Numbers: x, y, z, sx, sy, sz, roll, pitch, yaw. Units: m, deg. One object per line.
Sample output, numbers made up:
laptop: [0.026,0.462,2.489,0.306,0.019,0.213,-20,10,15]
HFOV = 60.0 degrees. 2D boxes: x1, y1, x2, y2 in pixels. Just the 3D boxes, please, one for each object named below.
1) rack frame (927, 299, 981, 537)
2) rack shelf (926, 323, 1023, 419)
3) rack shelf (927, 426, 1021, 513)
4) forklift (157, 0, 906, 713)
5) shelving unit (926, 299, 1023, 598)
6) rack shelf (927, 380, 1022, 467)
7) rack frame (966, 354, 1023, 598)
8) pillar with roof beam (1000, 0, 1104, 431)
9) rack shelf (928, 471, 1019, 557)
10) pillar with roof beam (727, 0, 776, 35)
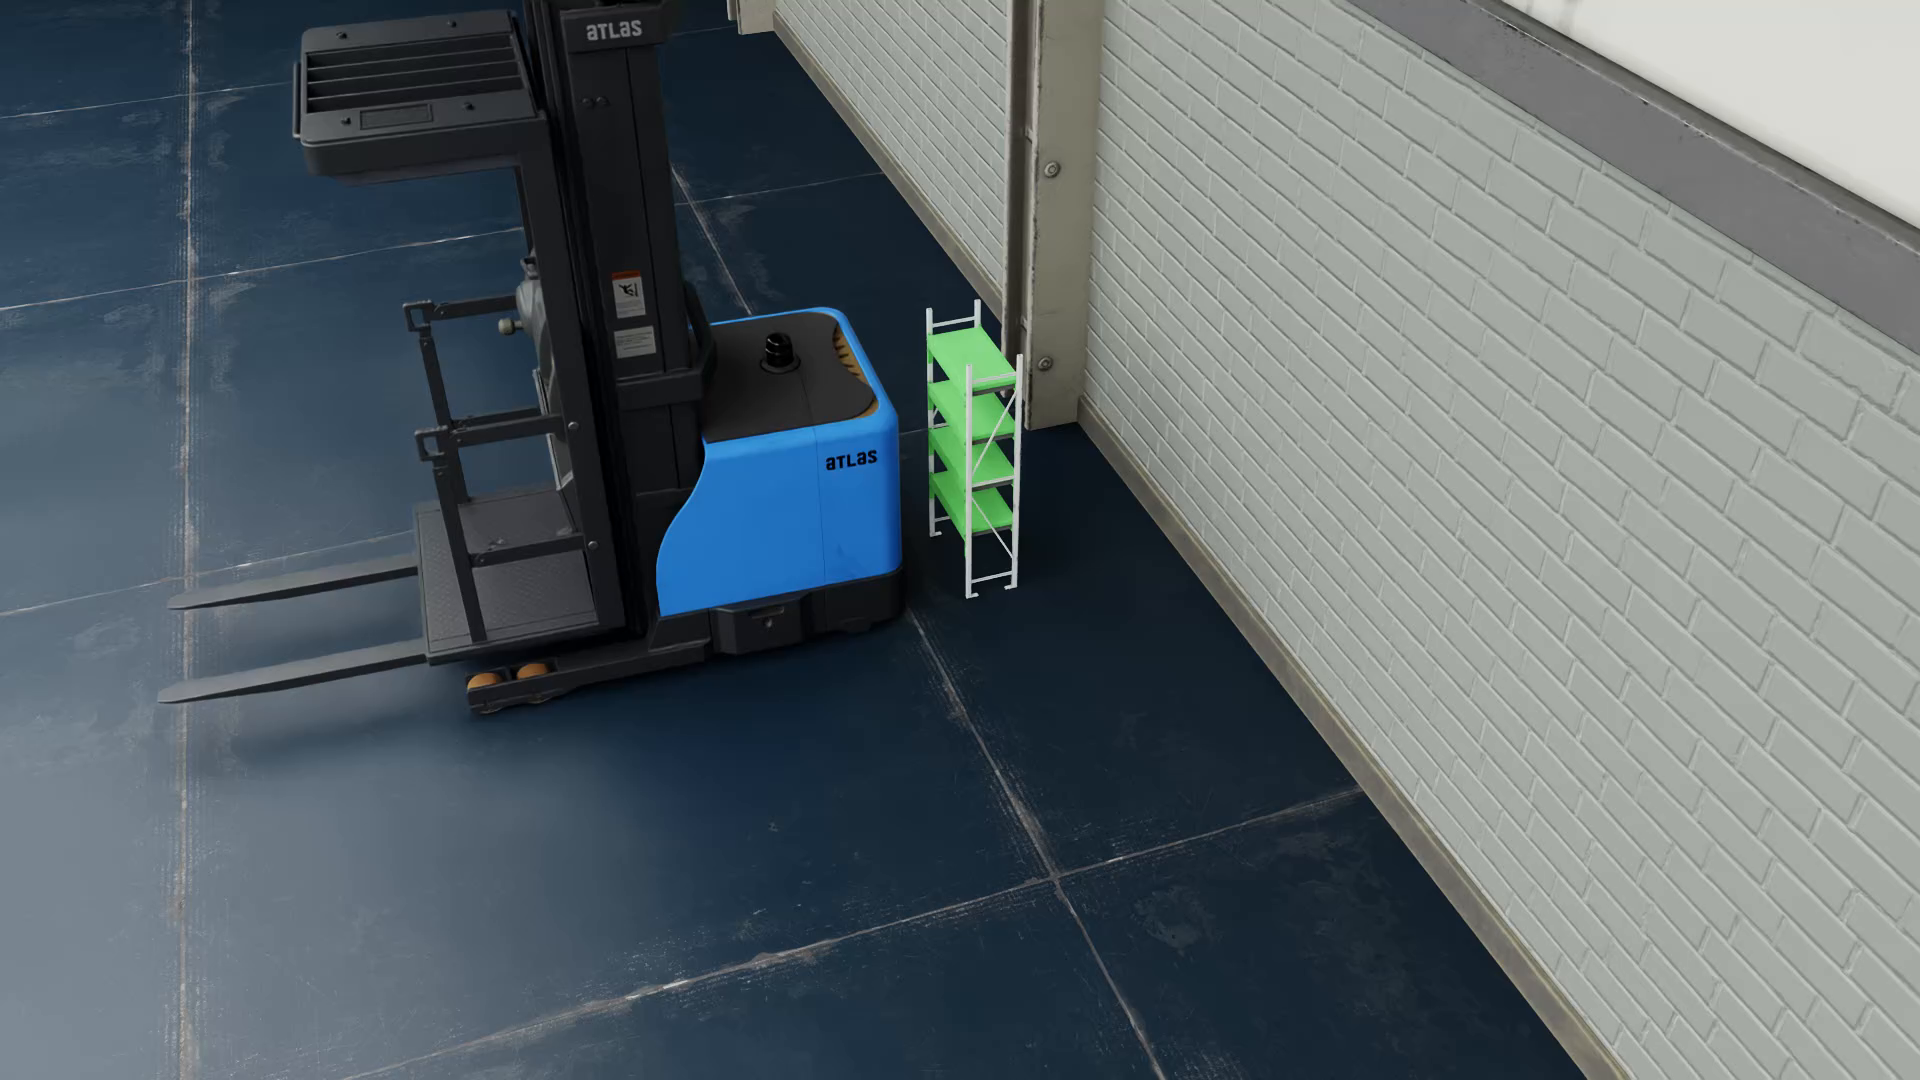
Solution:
rack frame: [-0.027,-0.524,7.448,0.240,1.200,0.015,-12,39,-16]
rack shelf: [0.057,-0.718,7.015,0.258,0.148,0.480,-12,39,-16]
rack shelf: [0.057,-0.335,7.303,0.258,0.148,0.480,-12,39,-16]
forklift: [-1.810,-0.819,6.401,3.031,2.935,1.130,-11,38,-14]
shelving unit: [0.057,-0.386,7.265,0.258,1.200,0.503,-12,39,-16]
rack shelf: [0.057,-0.526,7.159,0.258,0.148,0.480,-12,39,-16]
rack frame: [0.141,-0.248,7.082,0.240,1.200,0.015,-12,39,-16]
pillar with roof beam: [-3.618,-3.404,4.789,9.100,9.000,0.400,-12,39,-16]
rack shelf: [0.057,-0.143,7.448,0.258,0.148,0.480,-12,39,-16]
pillar with roof beam: [-5.683,-6.793,9.289,9.100,9.000,0.400,-12,39,-16]
